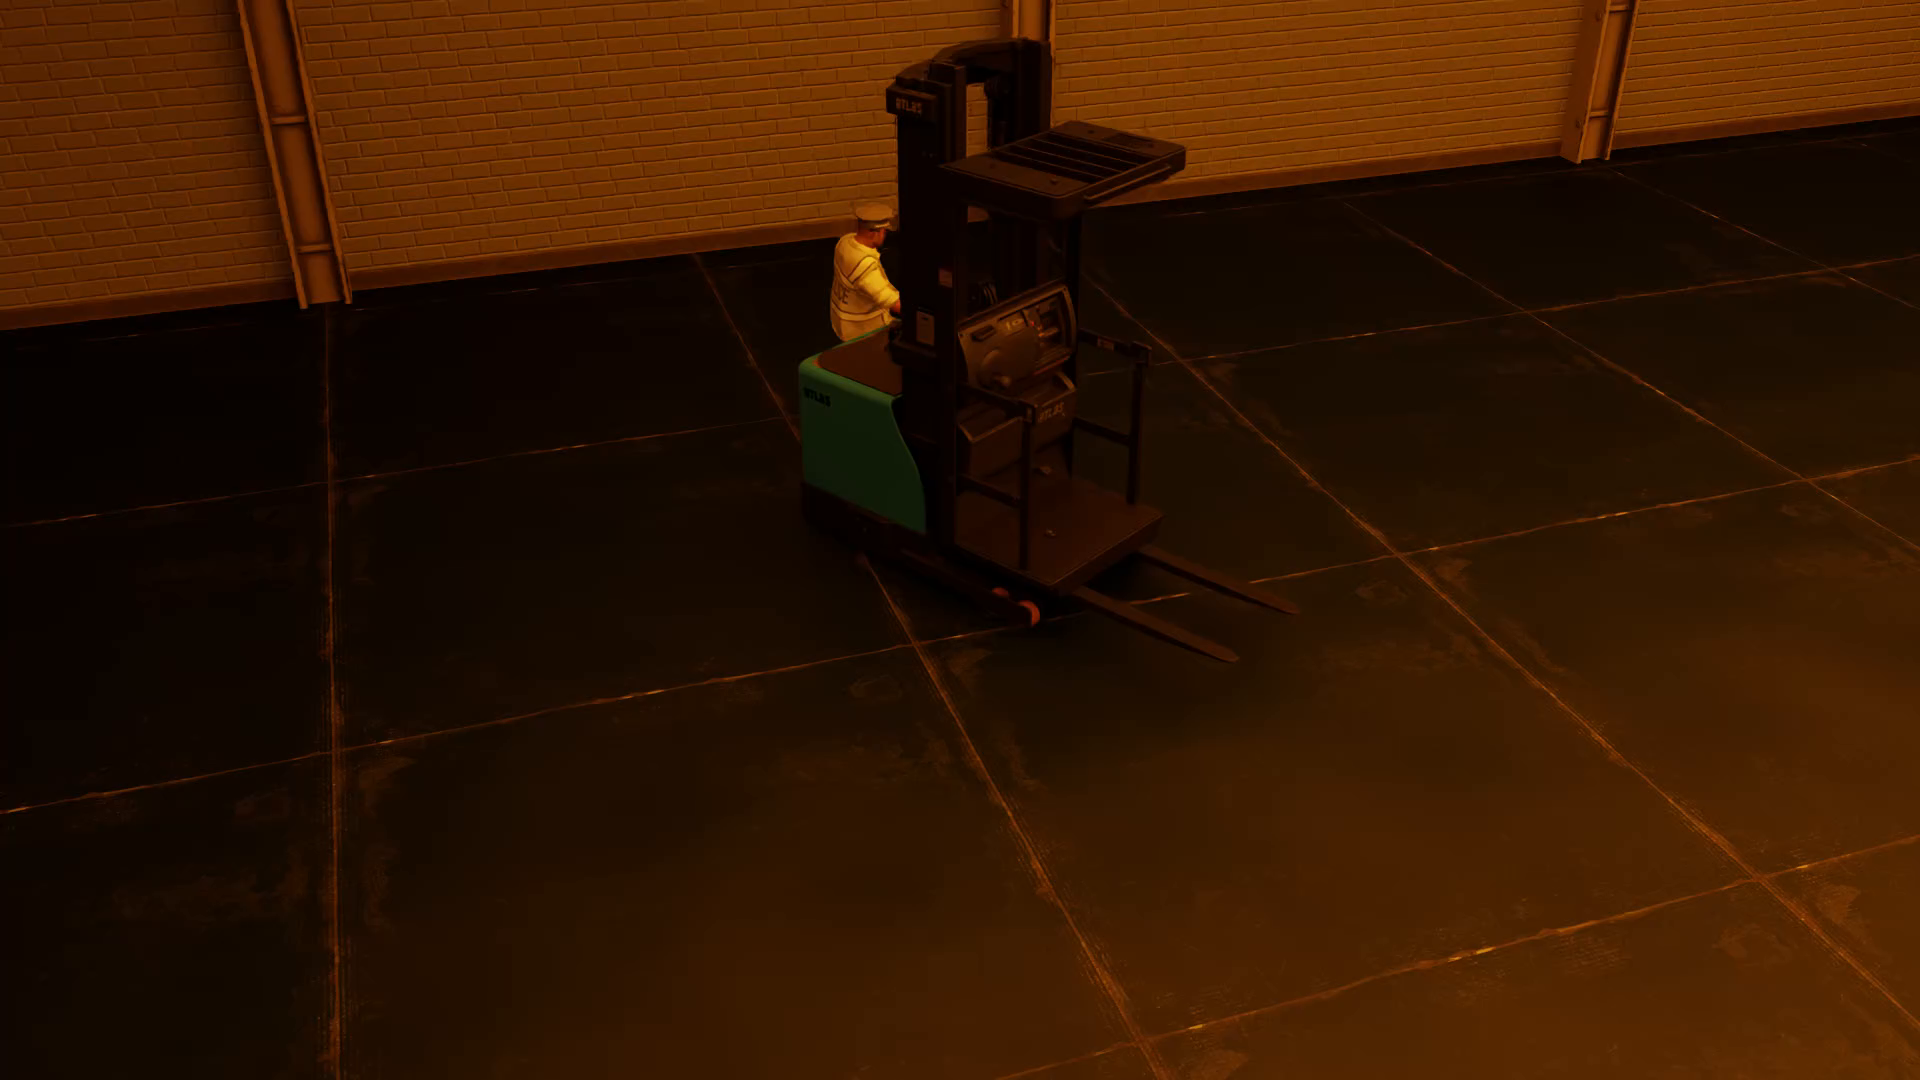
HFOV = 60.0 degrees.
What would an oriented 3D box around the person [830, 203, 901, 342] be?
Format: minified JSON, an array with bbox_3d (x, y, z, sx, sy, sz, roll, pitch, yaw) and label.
[{"bbox_3d":[-0.452,-1.478,11.004,0.760,1.574,0.840,-11,32,-18],"label":"person"}]

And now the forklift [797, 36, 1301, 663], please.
[{"bbox_3d":[0.476,-1.073,8.953,3.031,2.935,1.130,24,37,35],"label":"forklift"}]
